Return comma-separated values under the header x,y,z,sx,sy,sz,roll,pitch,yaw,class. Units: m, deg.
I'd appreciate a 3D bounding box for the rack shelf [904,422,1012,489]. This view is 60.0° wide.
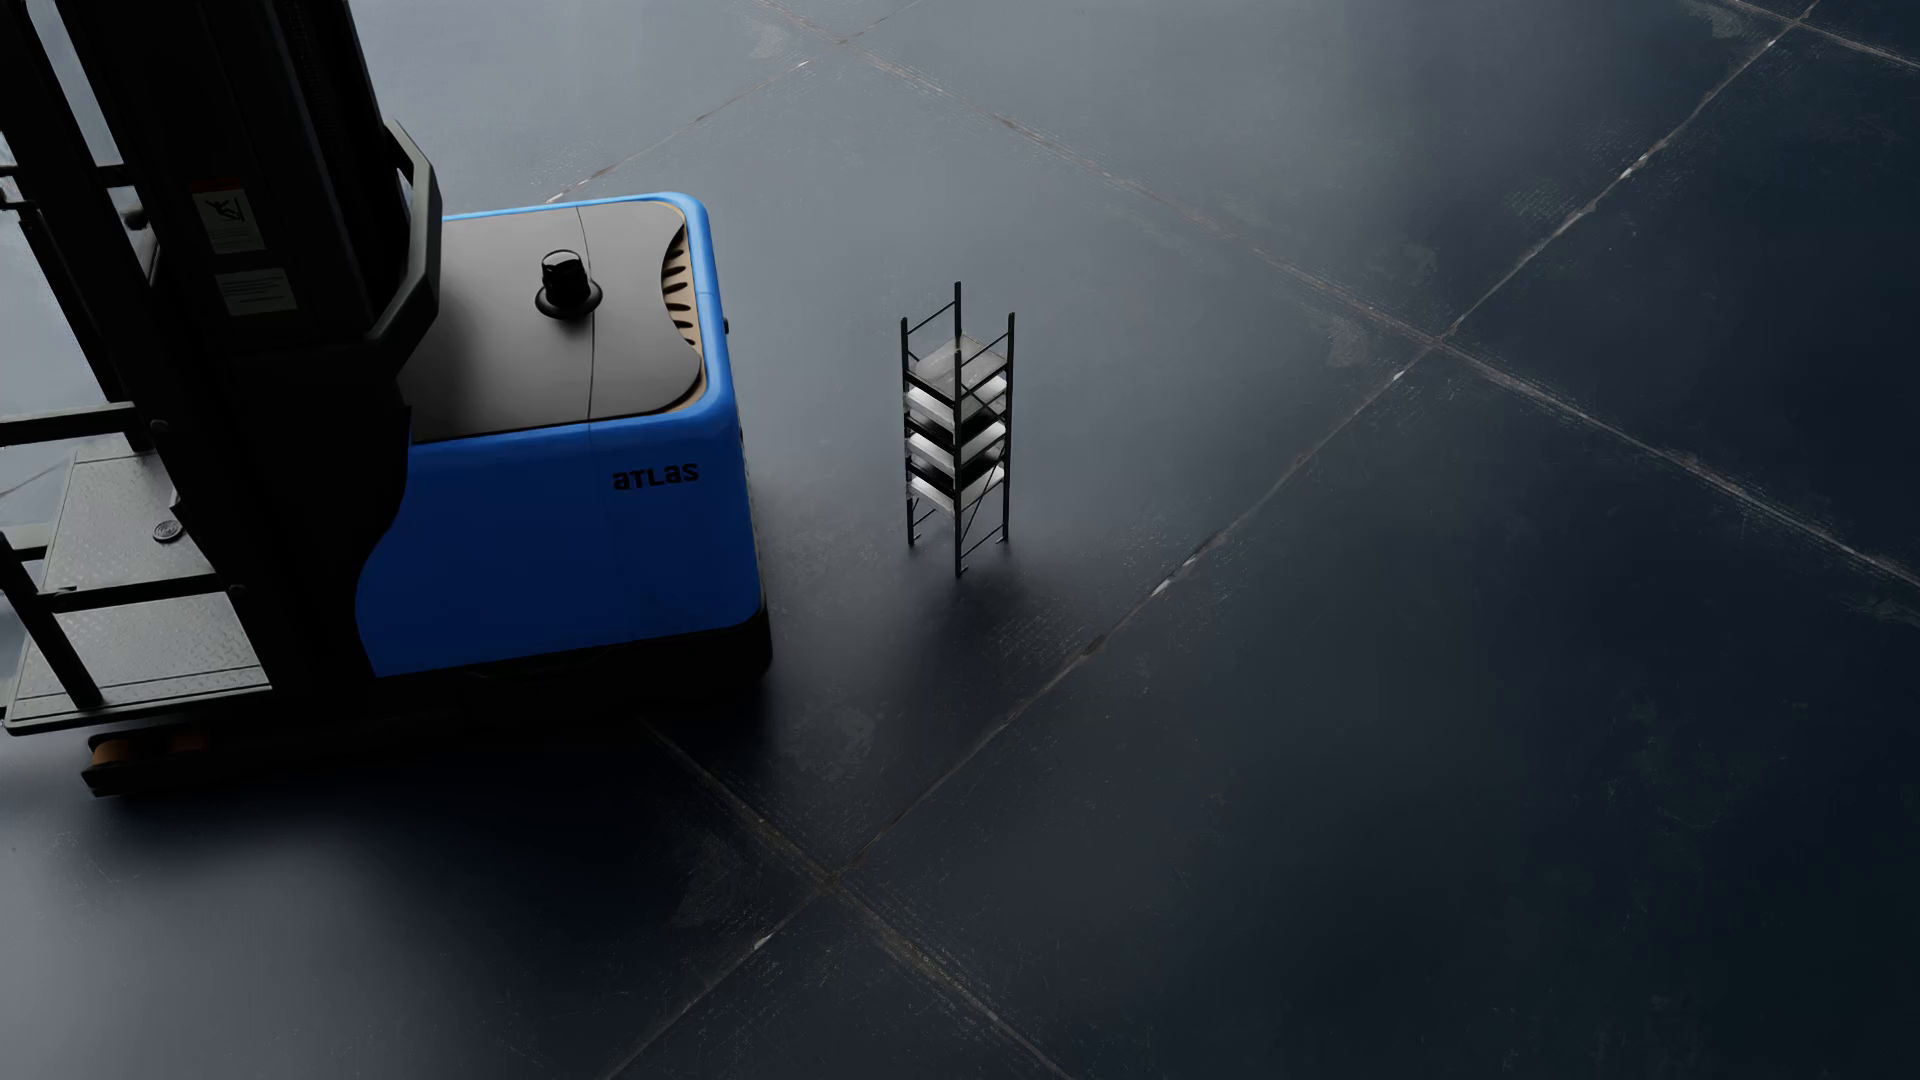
x,y,z,sx,sy,sz,roll,pitch,yaw,class
-0.006,-0.289,4.950,0.200,0.077,0.258,34,55,28,rack shelf

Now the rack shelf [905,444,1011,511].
x,y,z,sx,sy,sz,roll,pitch,yaw,class
-0.006,-0.228,5.016,0.200,0.077,0.258,34,55,28,rack shelf

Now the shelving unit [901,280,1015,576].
x,y,z,sx,sy,sz,roll,pitch,yaw,class
-0.006,-0.312,4.926,0.210,0.900,0.258,34,55,28,shelving unit

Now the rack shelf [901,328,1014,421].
x,y,z,sx,sy,sz,roll,pitch,yaw,class
-0.006,-0.474,4.753,0.200,0.077,0.258,34,55,28,rack shelf

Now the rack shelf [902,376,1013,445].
x,y,z,sx,sy,sz,roll,pitch,yaw,class
-0.006,-0.412,4.819,0.200,0.077,0.258,34,55,28,rack shelf

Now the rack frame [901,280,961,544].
x,y,z,sx,sy,sz,roll,pitch,yaw,class
-0.081,-0.362,4.973,0.006,0.900,0.240,34,55,28,rack frame

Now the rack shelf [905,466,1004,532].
x,y,z,sx,sy,sz,roll,pitch,yaw,class
-0.006,-0.166,5.081,0.200,0.077,0.258,34,55,28,rack shelf

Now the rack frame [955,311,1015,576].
x,y,z,sx,sy,sz,roll,pitch,yaw,class
0.069,-0.262,4.879,0.006,0.900,0.240,34,55,28,rack frame

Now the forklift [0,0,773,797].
x,y,z,sx,sy,sz,roll,pitch,yaw,class
-2.112,-0.722,3.918,3.031,2.935,1.130,-8,47,-7,forklift

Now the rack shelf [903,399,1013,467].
x,y,z,sx,sy,sz,roll,pitch,yaw,class
-0.006,-0.351,4.884,0.200,0.077,0.258,34,55,28,rack shelf
